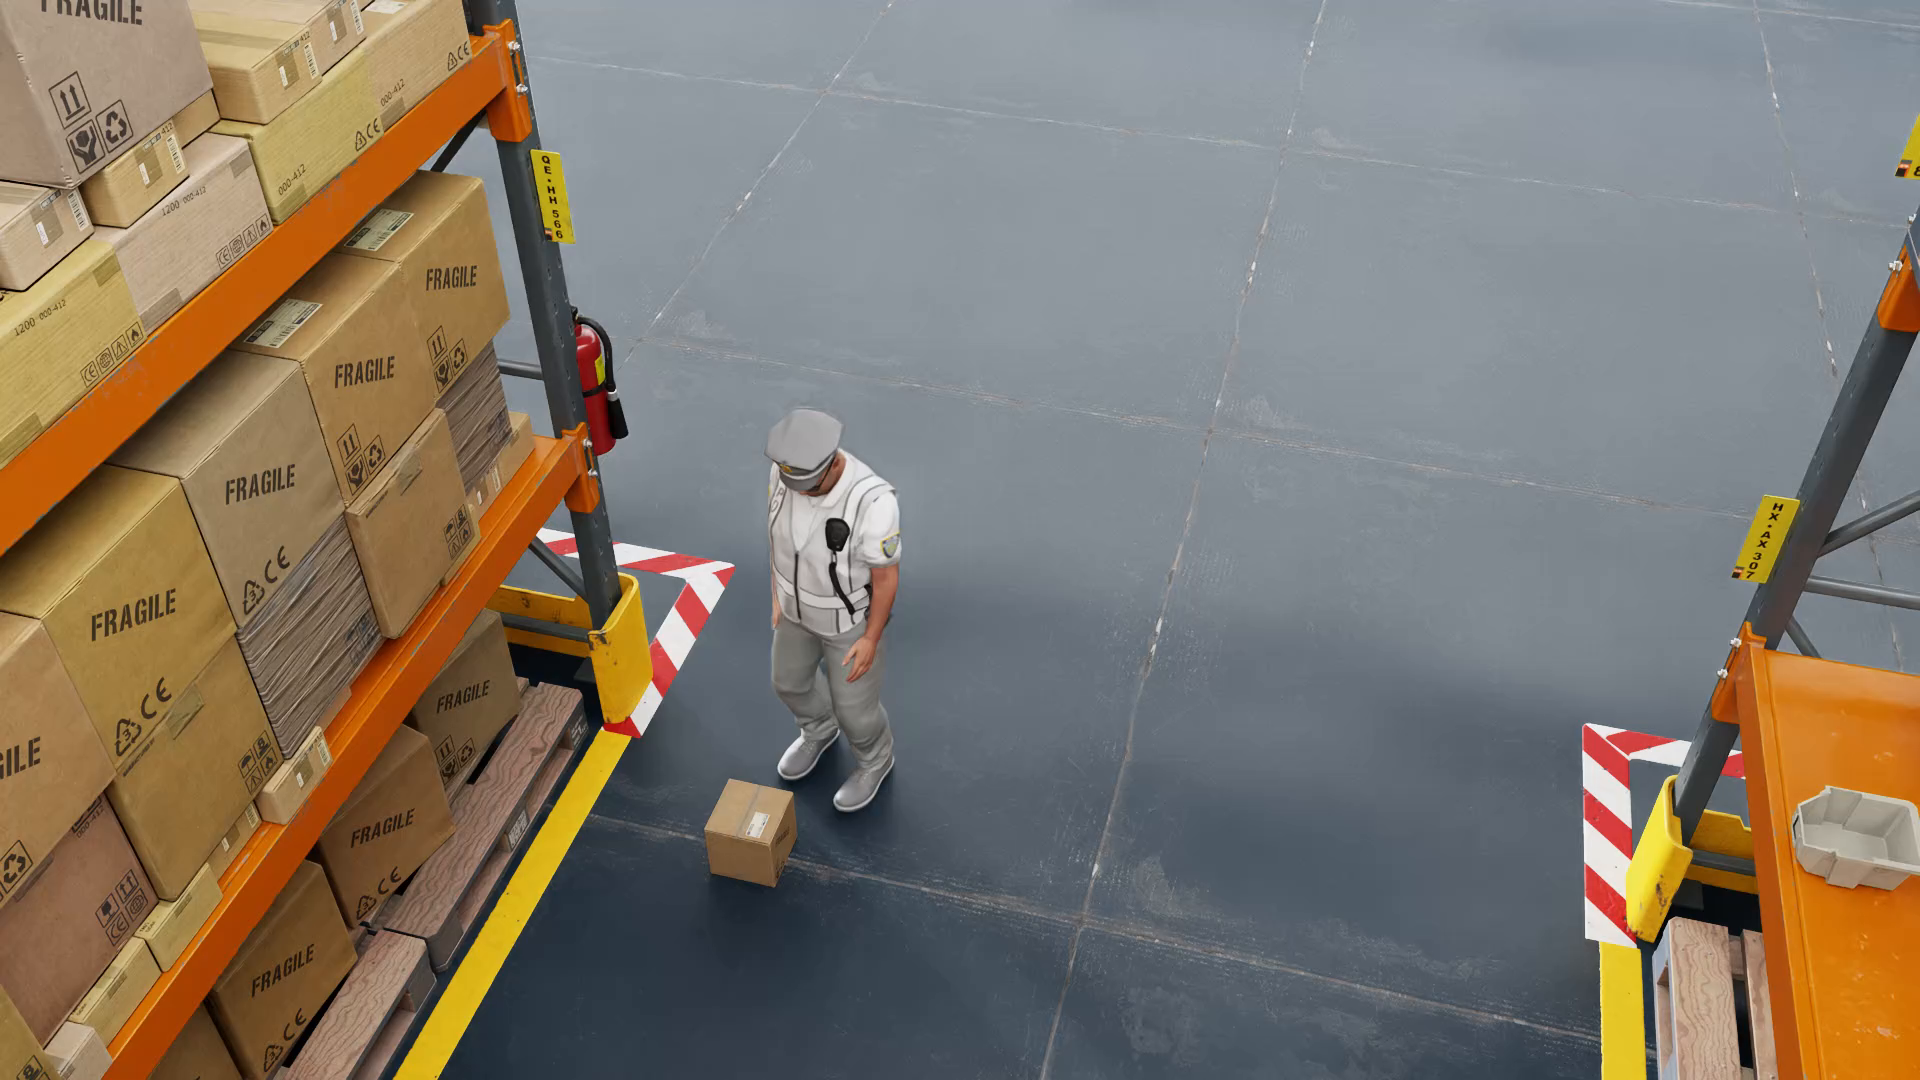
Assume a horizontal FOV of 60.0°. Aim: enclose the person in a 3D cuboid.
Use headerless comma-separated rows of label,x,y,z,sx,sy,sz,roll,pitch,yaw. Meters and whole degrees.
person,-0.443,0.246,5.899,0.547,1.722,0.440,25,47,26
